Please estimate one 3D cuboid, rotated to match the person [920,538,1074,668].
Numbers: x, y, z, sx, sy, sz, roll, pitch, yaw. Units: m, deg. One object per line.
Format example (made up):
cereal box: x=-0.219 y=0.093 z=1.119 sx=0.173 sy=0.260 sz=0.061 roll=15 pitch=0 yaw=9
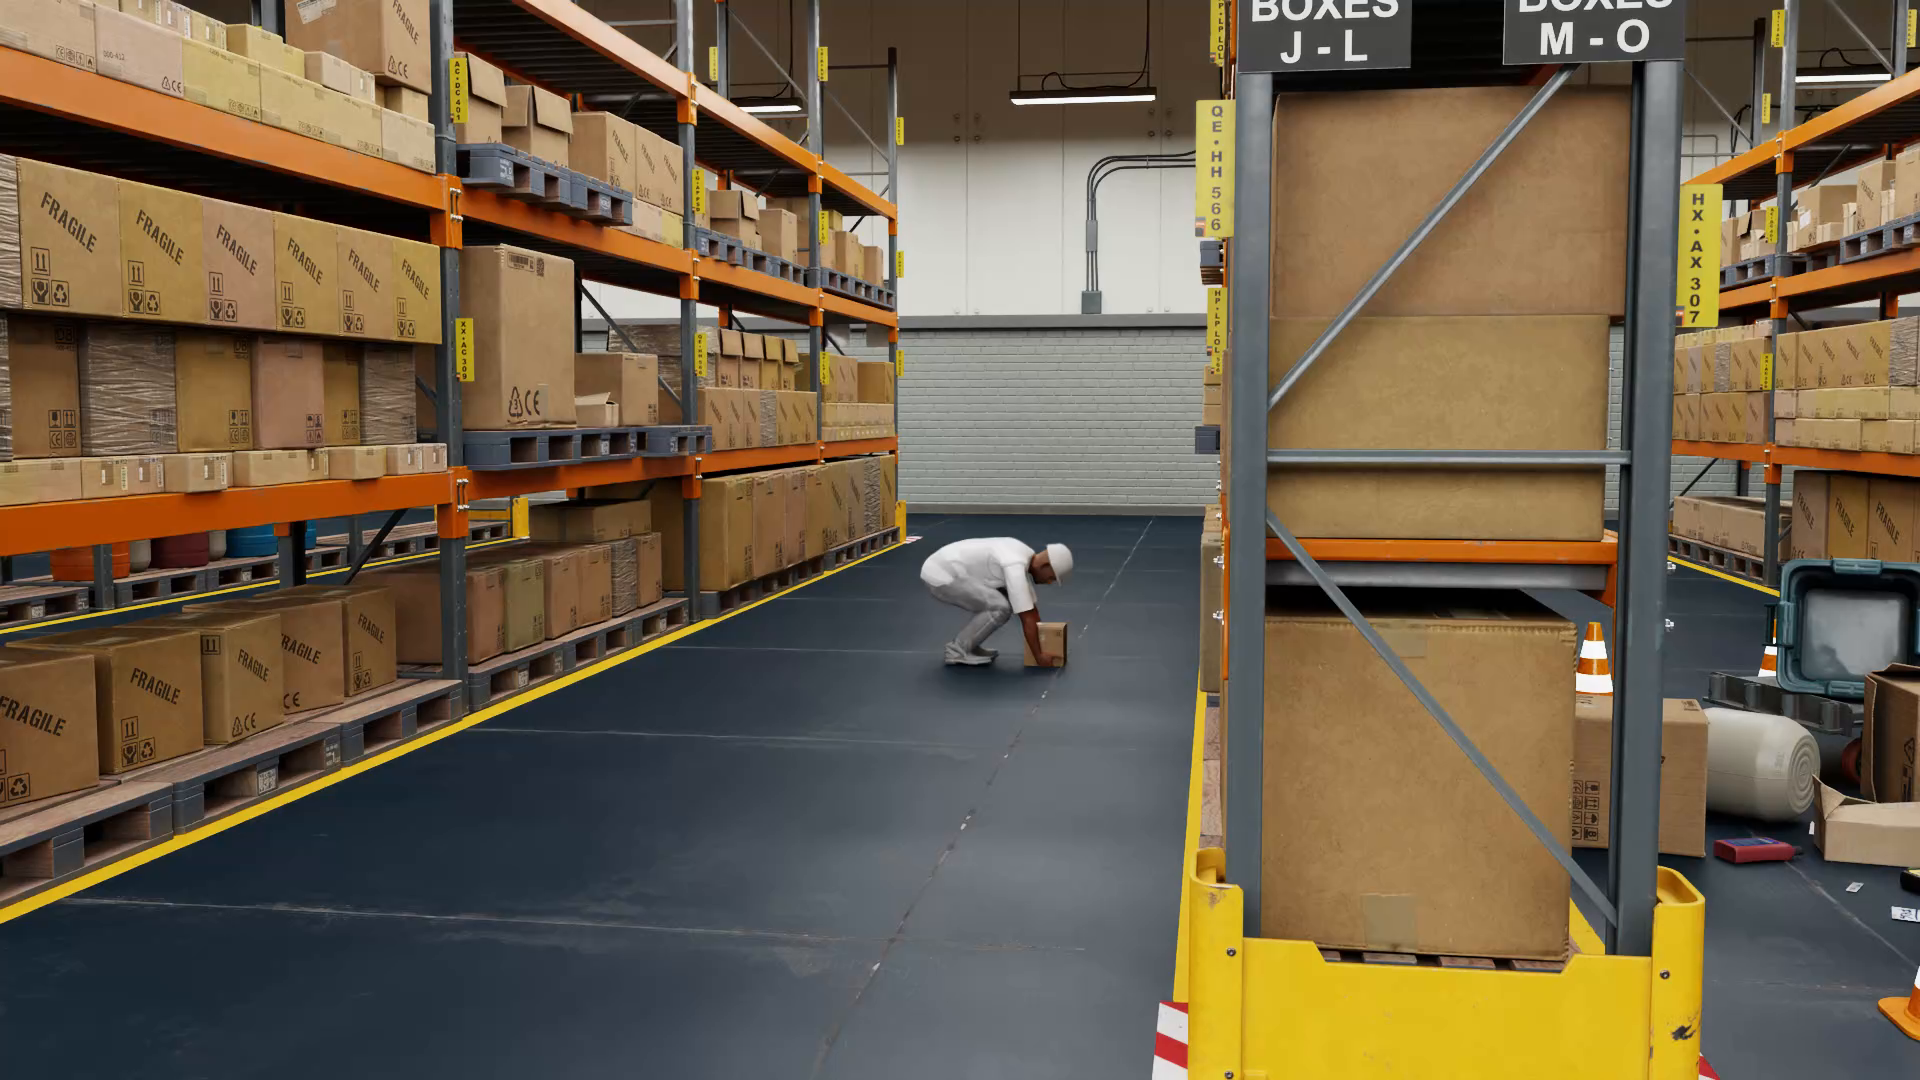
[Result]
person: x=0.240 y=0.396 z=10.704 sx=0.977 sy=0.828 sz=0.519 roll=1 pitch=4 yaw=7
